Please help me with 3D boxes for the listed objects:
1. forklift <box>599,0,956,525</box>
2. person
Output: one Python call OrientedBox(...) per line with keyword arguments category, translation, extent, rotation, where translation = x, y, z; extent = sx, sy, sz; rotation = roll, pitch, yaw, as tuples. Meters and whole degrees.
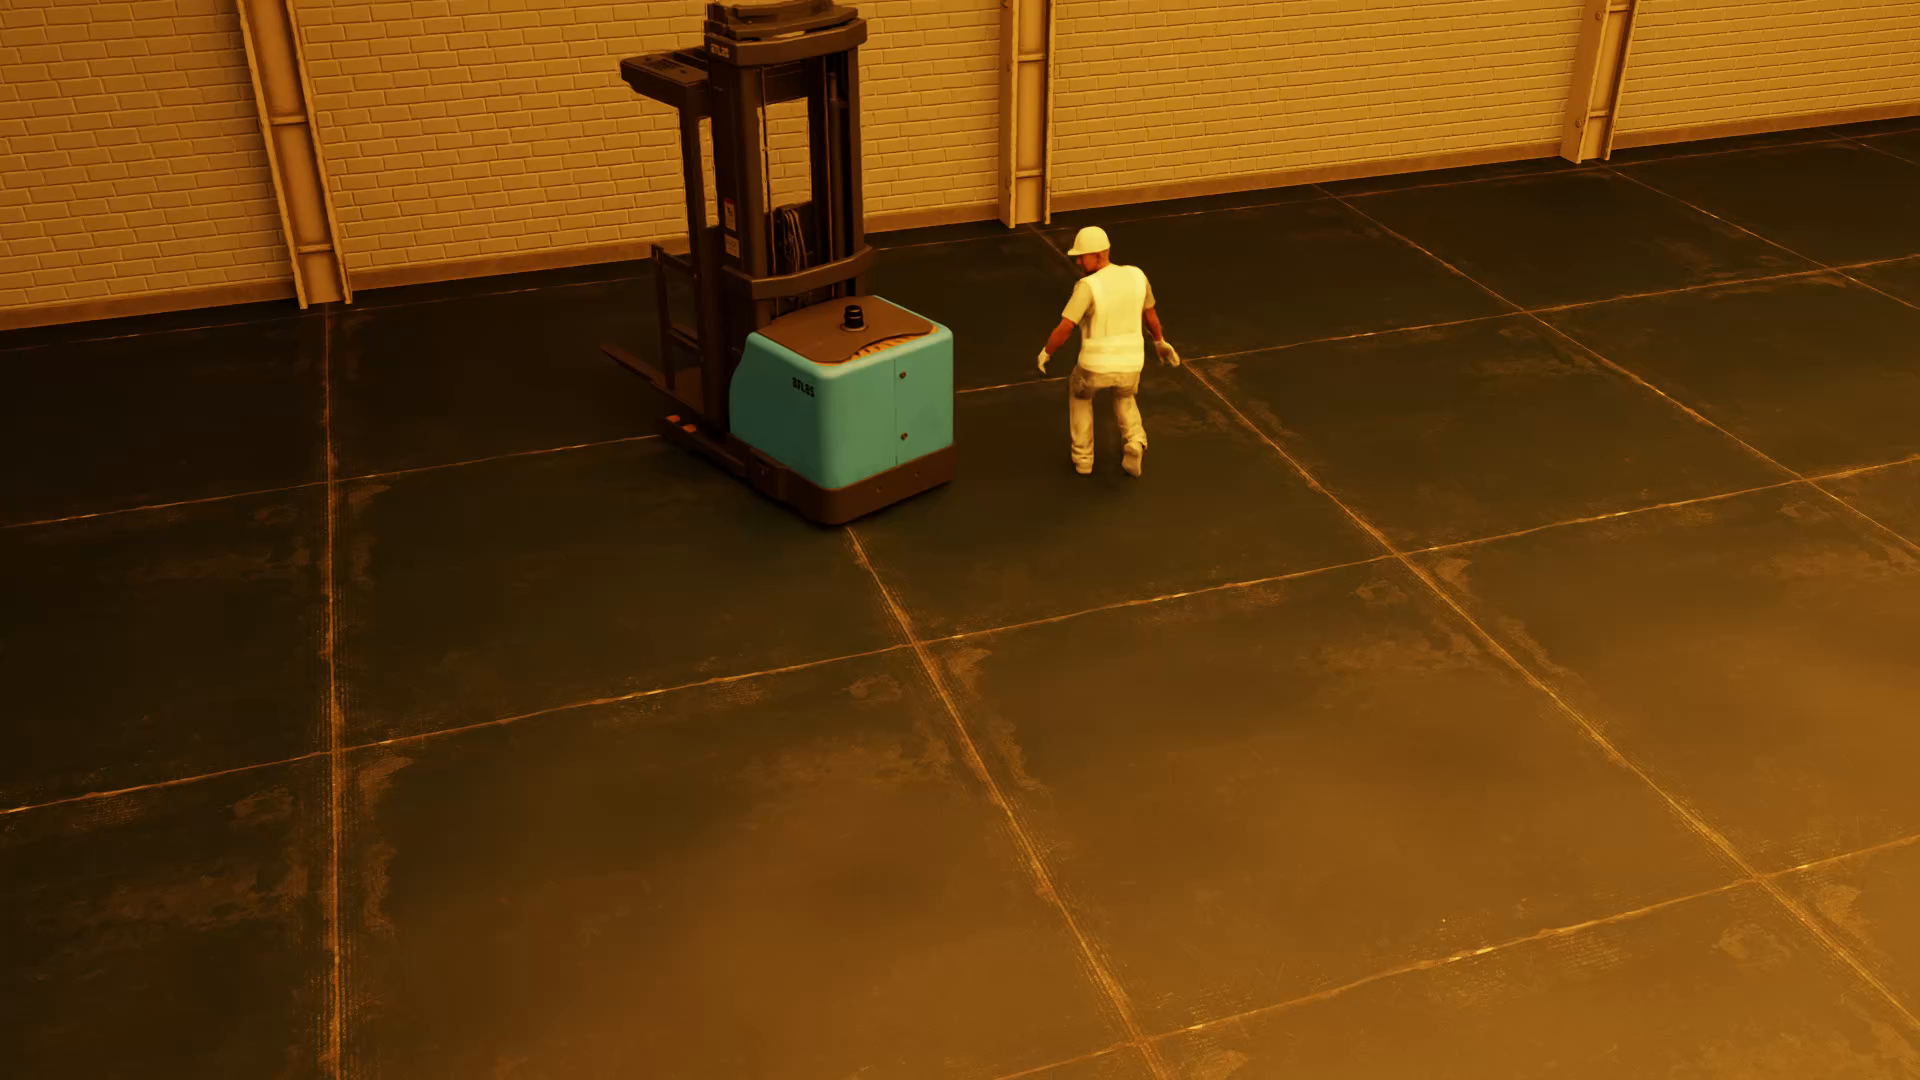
OrientedBox(category="forklift", translation=(-1.371, -2.020, 10.597), extent=(1.130, 2.935, 3.031), rotation=(-23, 37, -35))
OrientedBox(category="person", translation=(0.972, -1.162, 10.498), extent=(0.959, 1.593, 0.586), rotation=(-10, 31, -17))
